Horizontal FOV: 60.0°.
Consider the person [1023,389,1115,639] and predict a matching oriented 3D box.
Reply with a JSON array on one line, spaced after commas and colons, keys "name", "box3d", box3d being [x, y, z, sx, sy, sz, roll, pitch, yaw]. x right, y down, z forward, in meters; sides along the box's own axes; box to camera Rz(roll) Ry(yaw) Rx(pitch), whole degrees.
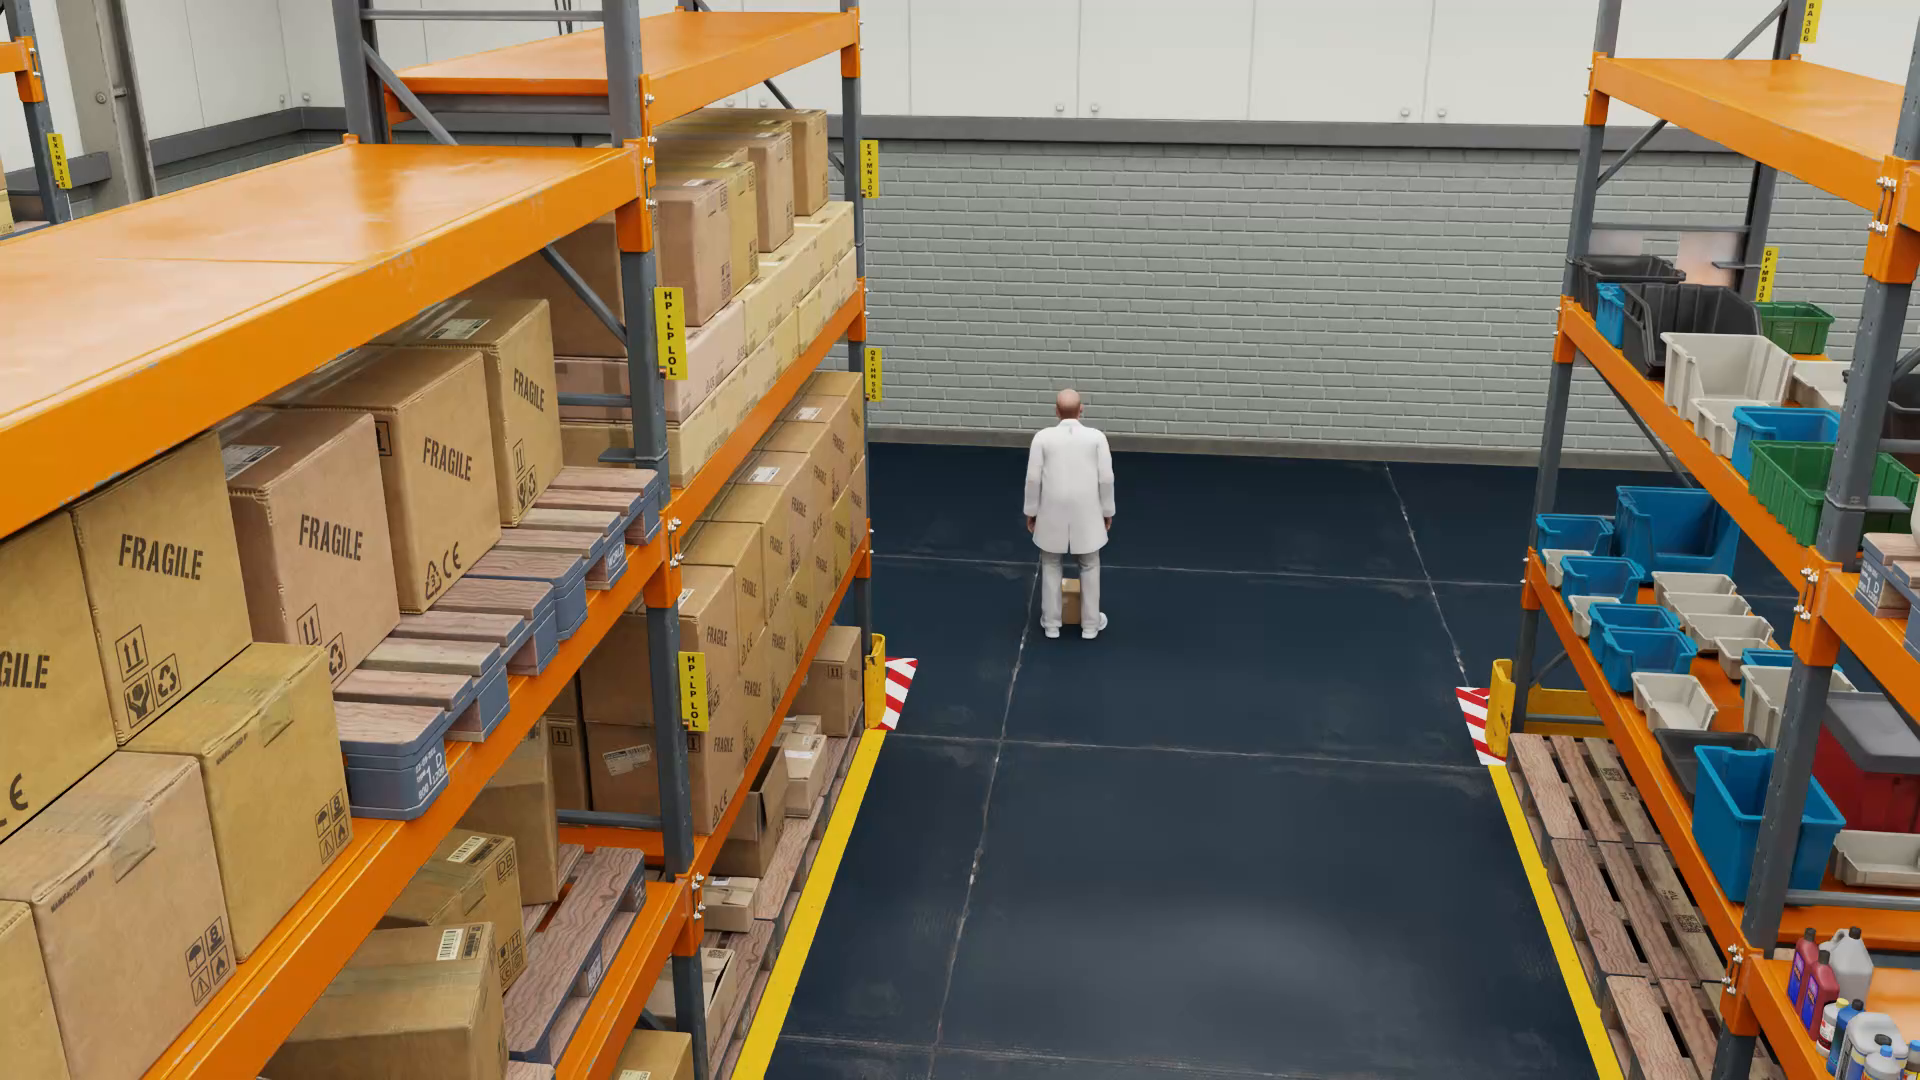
[{"name": "person", "box3d": [0.760, -0.179, 11.575, 0.641, 1.772, 0.428, 2, 21, 4]}]
